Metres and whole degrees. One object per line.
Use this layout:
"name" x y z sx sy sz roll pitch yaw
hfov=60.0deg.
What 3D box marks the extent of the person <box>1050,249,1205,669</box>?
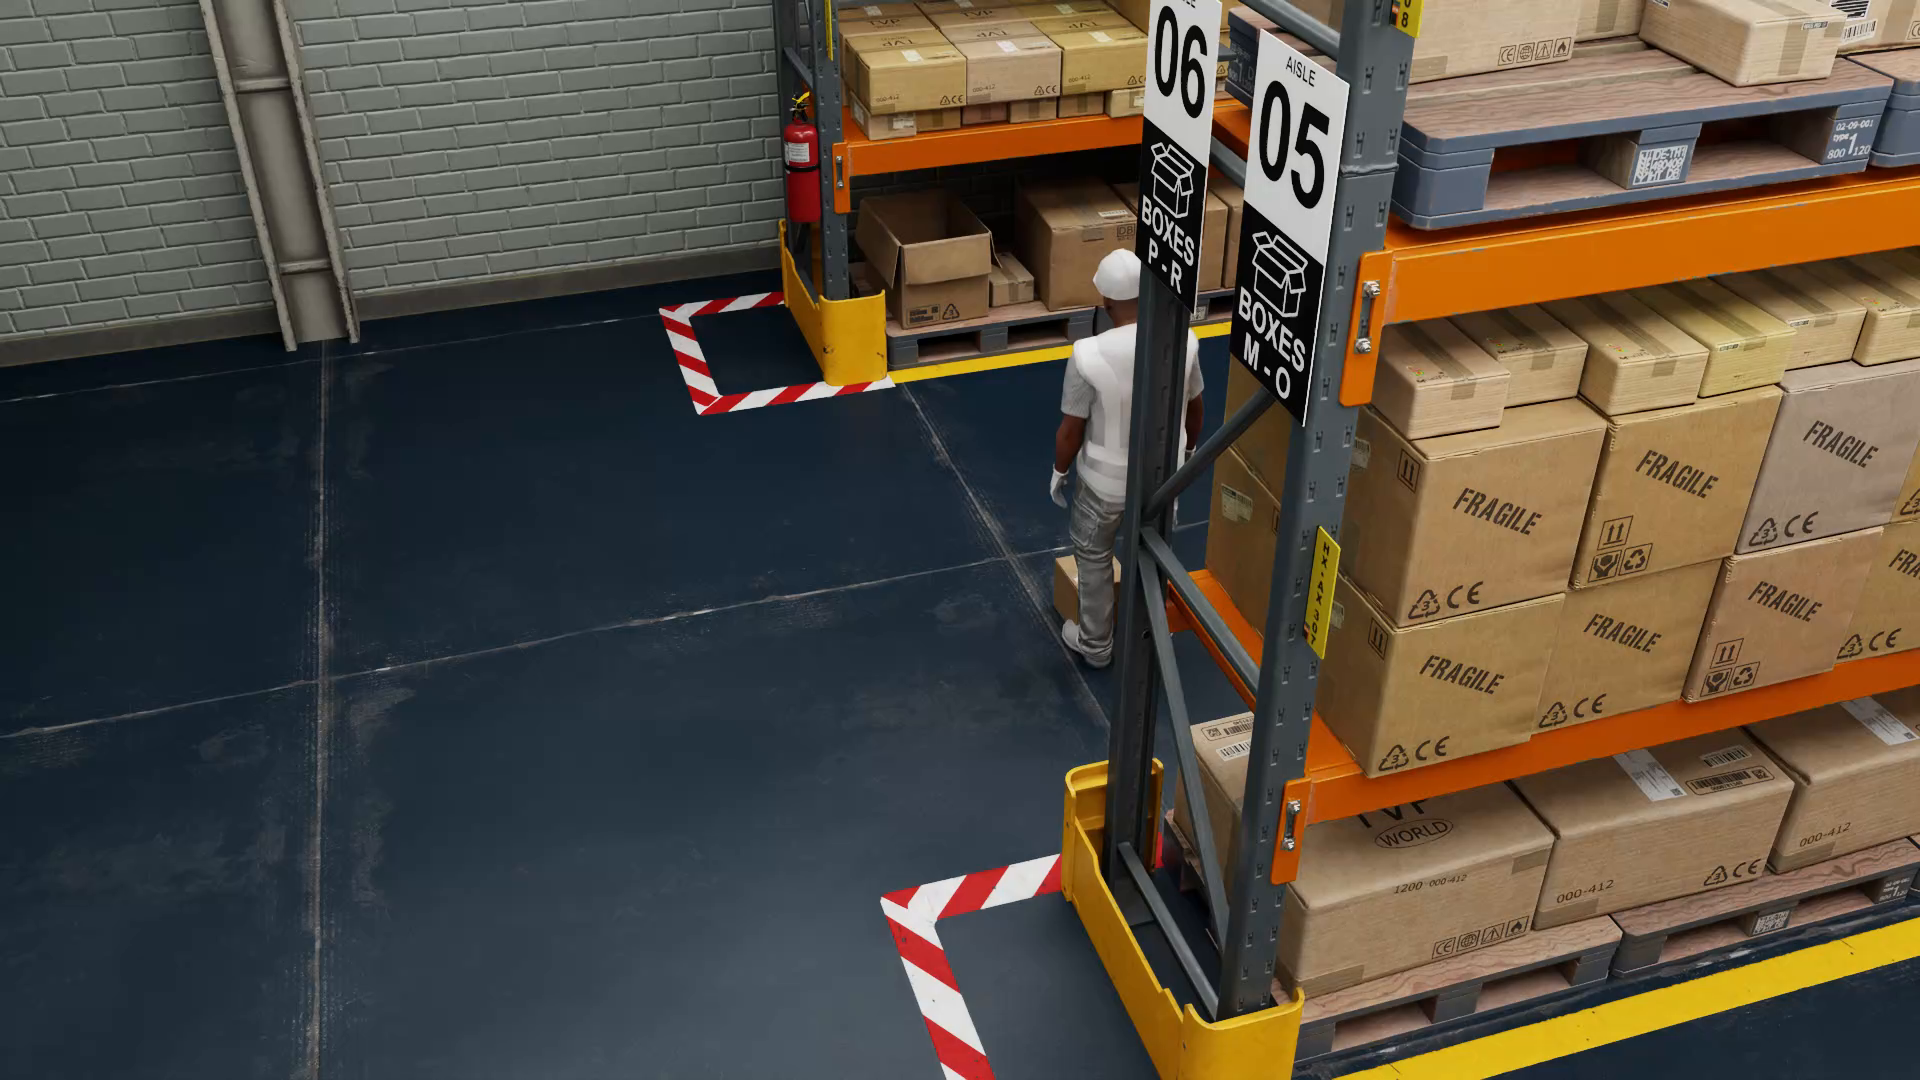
"person" 0.653 -0.291 6.568 0.616 1.774 0.449 -10 35 -15
